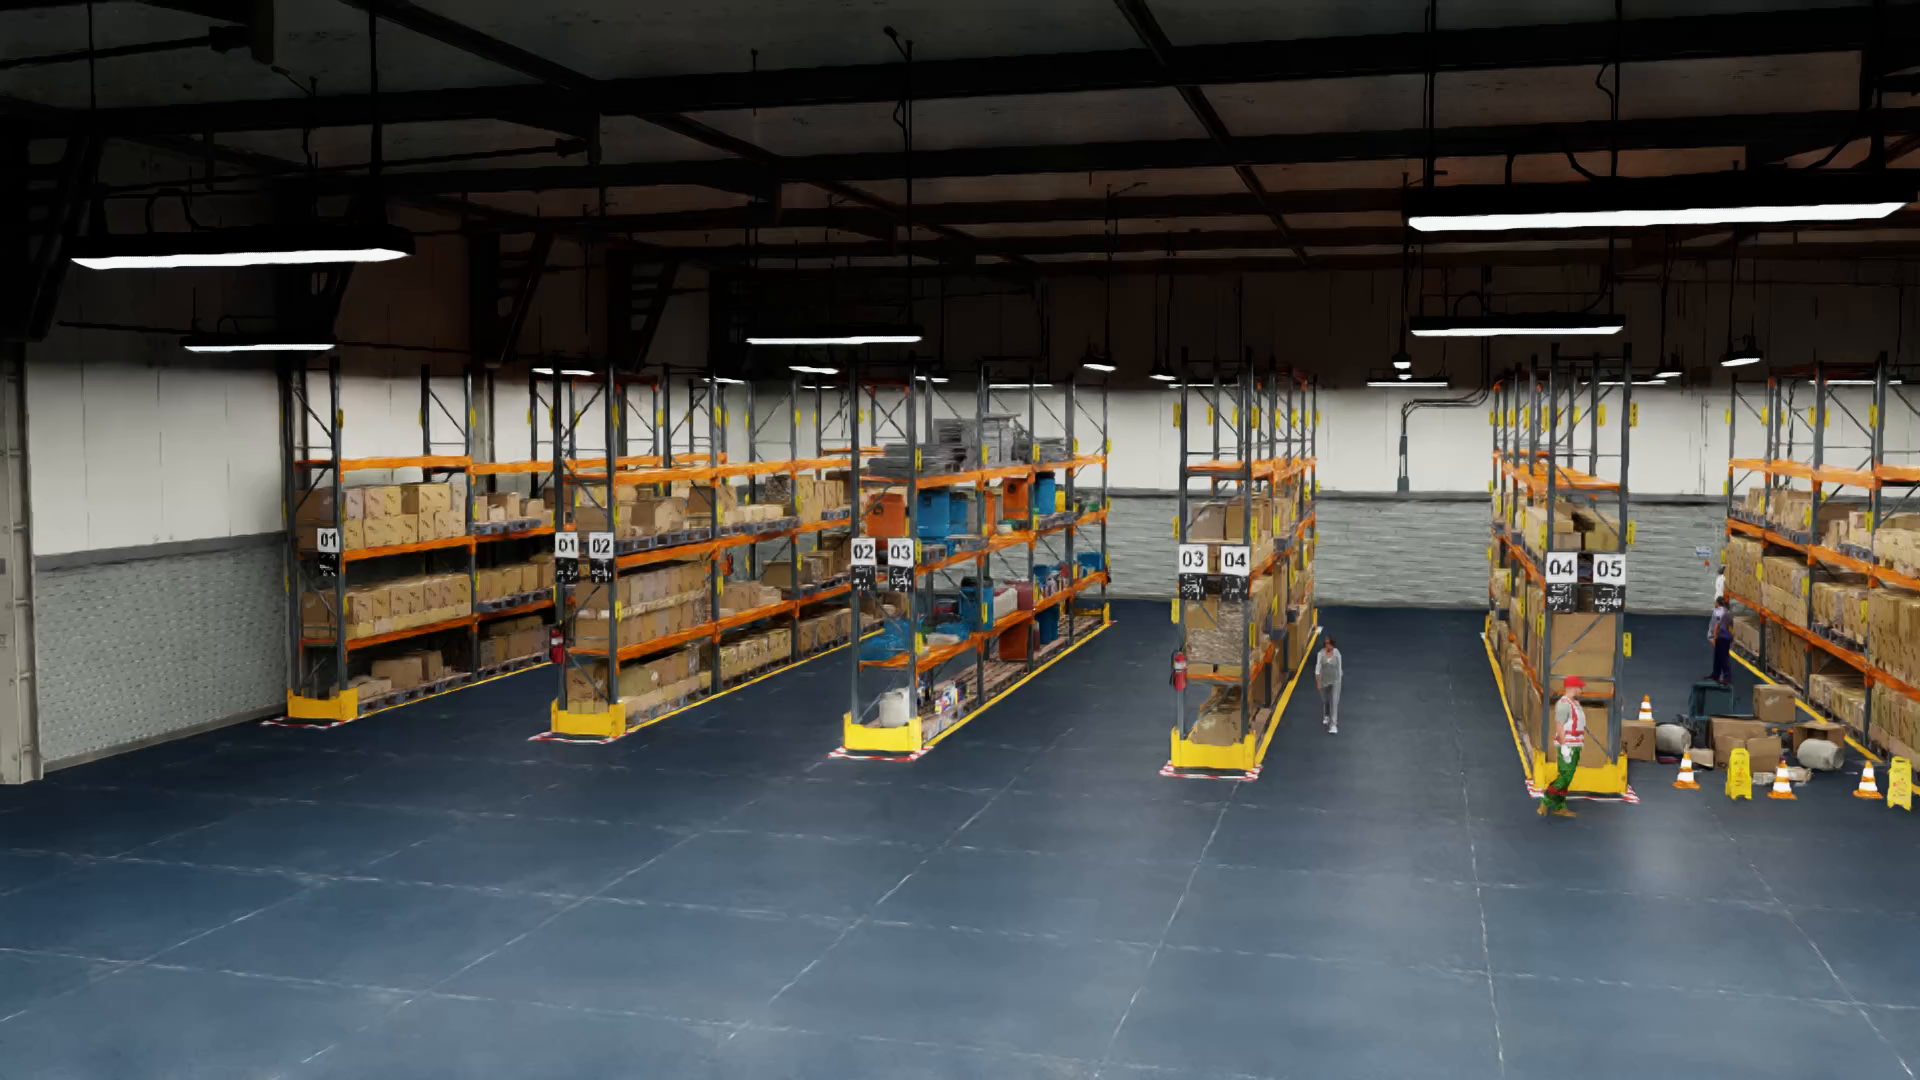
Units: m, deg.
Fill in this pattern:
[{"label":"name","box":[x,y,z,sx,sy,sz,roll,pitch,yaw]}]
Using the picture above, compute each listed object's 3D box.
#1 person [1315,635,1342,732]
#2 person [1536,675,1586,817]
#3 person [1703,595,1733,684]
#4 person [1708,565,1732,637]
[{"label":"person","box":[5.910,2.273,26.664,0.417,1.517,1.037,1,4,18]},{"label":"person","box":[7.519,2.577,20.774,0.463,1.780,0.701,4,6,42]},{"label":"person","box":[14.357,1.861,31.454,0.573,1.640,0.617,3,5,36]},{"label":"person","box":[17.392,1.378,37.851,0.682,1.670,0.550,-3,5,-39]}]
